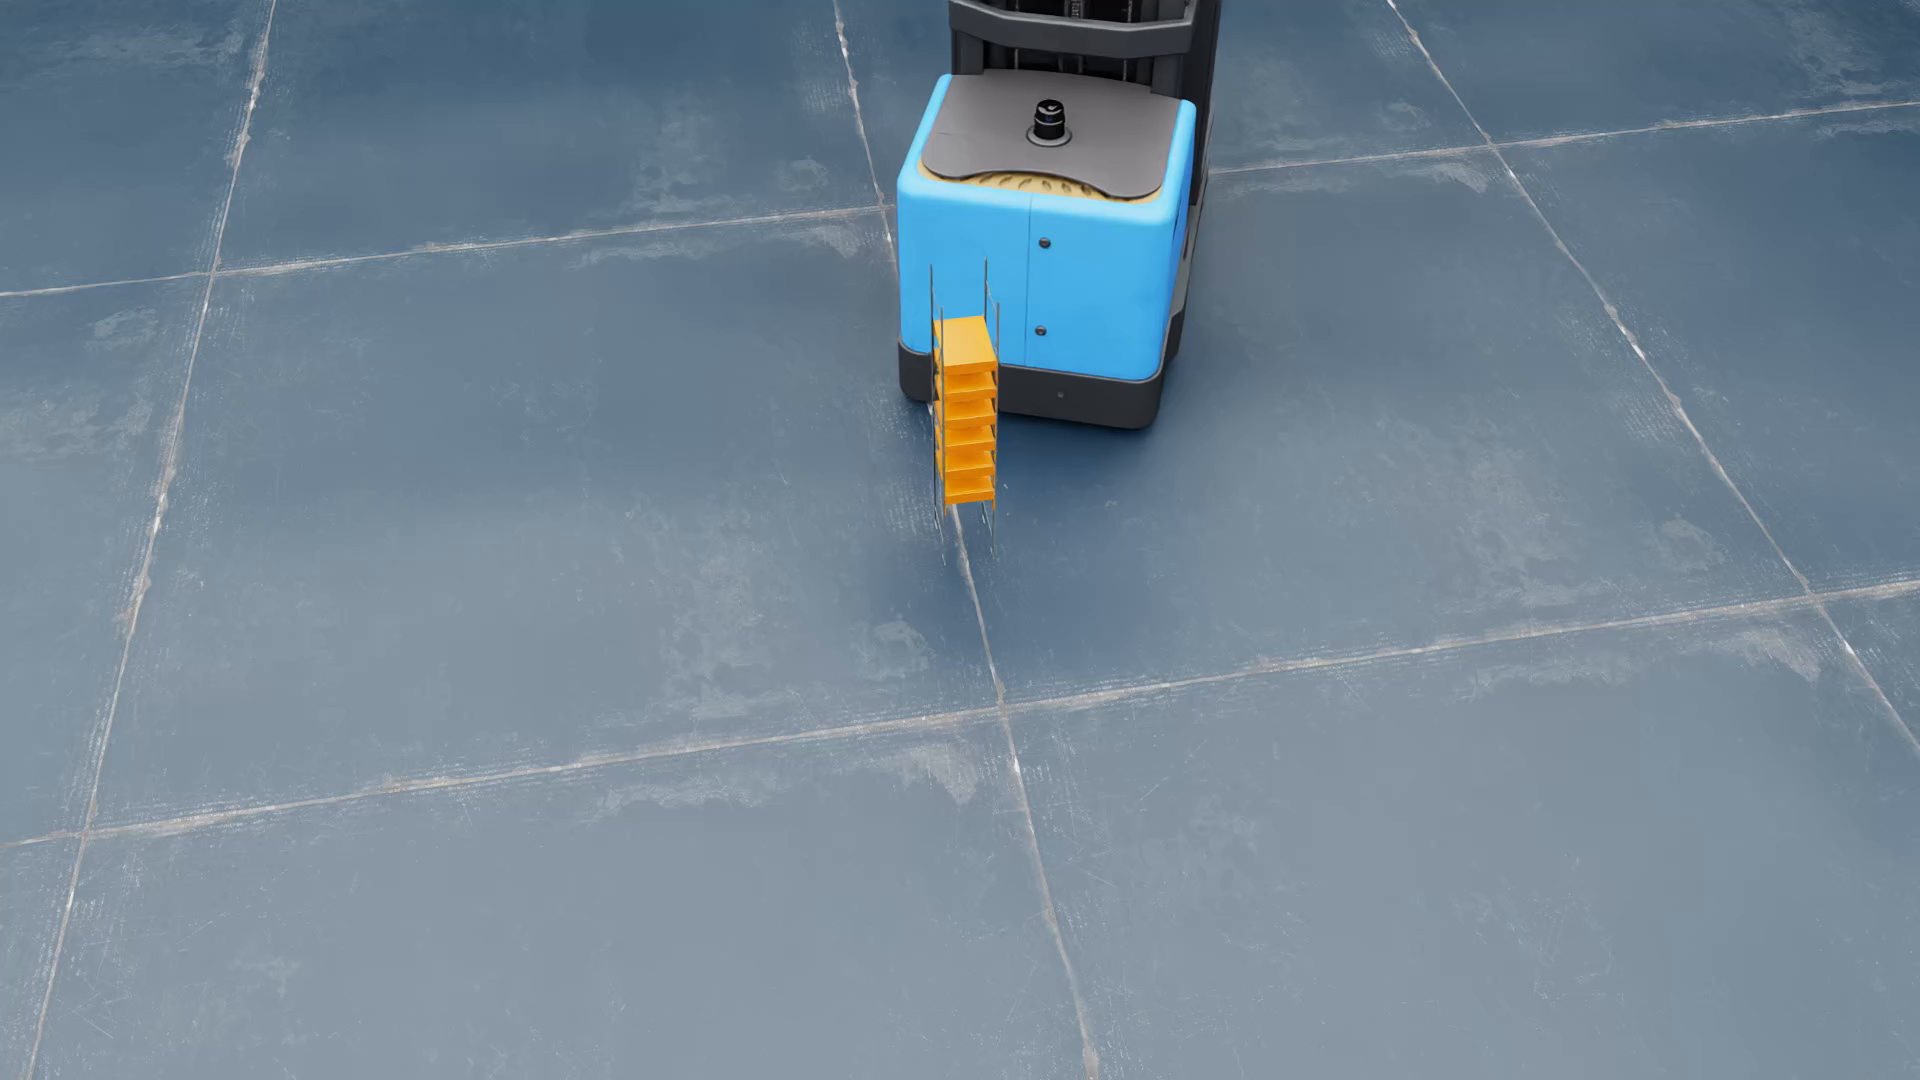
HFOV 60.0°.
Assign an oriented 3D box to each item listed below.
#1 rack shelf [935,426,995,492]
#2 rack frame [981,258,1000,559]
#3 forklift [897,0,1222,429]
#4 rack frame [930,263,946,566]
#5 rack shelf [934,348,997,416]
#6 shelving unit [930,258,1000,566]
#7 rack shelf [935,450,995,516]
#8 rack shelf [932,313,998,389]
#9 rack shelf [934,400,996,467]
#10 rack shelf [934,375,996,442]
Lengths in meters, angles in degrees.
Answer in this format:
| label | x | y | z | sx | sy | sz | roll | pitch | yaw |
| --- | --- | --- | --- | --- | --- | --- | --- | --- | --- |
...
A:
| label | x | y | z | sx | sy | sz | roll | pitch | yaw |
| --- | --- | --- | --- | --- | --- | --- | --- | --- | --- |
| rack shelf | 0.014 | -0.304 | 5.938 | 0.180 | 0.103 | 0.258 | -7 | 46 | -7 |
| rack frame | 0.104 | -0.429 | 5.830 | 0.006 | 1.200 | 0.240 | -7 | 46 | -7 |
| forklift | 0.556 | -2.536 | 6.658 | 1.130 | 2.935 | 3.031 | 8 | 47 | 8 |
| rack frame | -0.076 | -0.407 | 5.809 | 0.006 | 1.200 | 0.240 | -7 | 46 | -7 |
| rack shelf | 0.014 | -0.554 | 5.679 | 0.180 | 0.103 | 0.258 | -7 | 46 | -7 |
| shelving unit | 0.014 | -0.418 | 5.820 | 0.189 | 1.200 | 0.258 | -7 | 46 | -7 |
| rack shelf | 0.014 | -0.221 | 6.024 | 0.180 | 0.103 | 0.258 | -7 | 46 | -7 |
| rack shelf | 0.014 | -0.637 | 5.592 | 0.180 | 0.103 | 0.258 | -7 | 46 | -7 |
| rack shelf | 0.014 | -0.387 | 5.852 | 0.180 | 0.103 | 0.258 | -7 | 46 | -7 |
| rack shelf | 0.014 | -0.471 | 5.765 | 0.180 | 0.103 | 0.258 | -7 | 46 | -7 |
